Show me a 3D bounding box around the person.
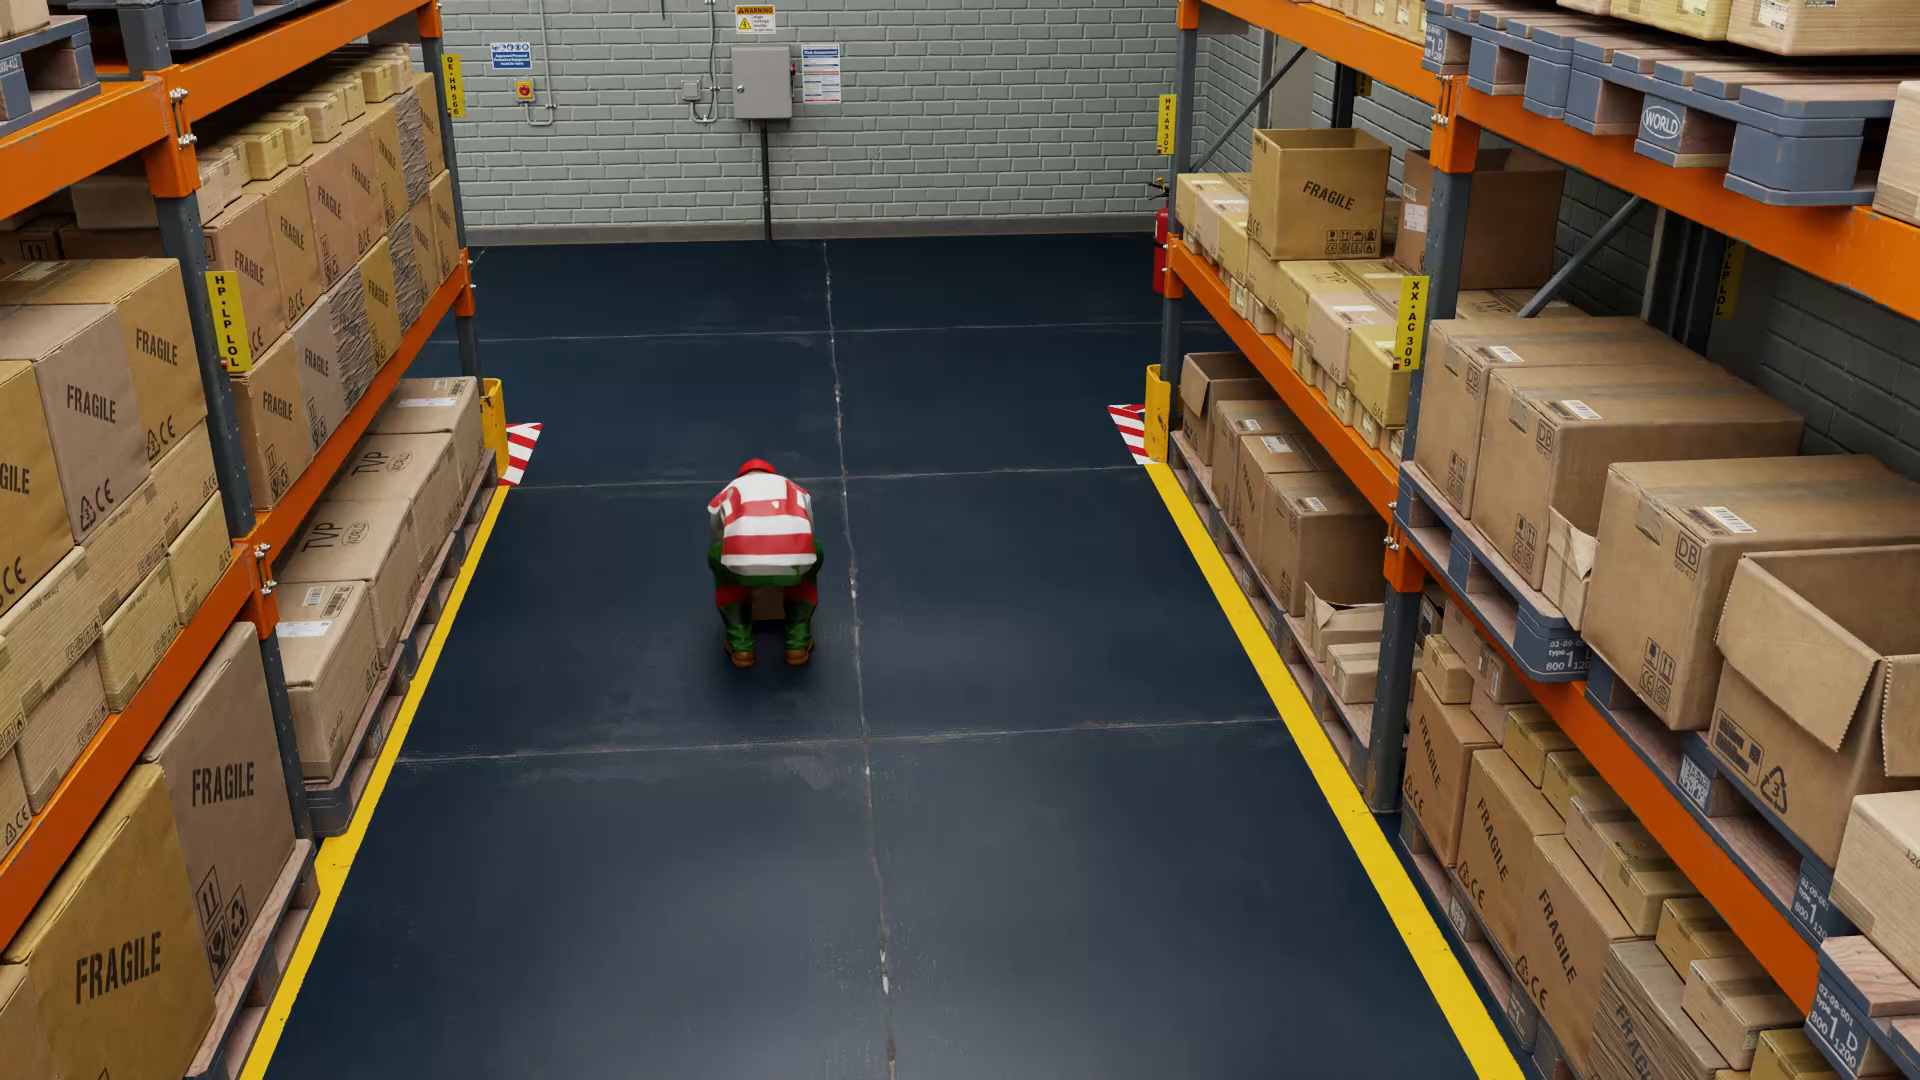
[{"bbox_3d":[-0.896,-0.087,7.589,0.500,1.130,0.961,-3,24,-7],"label":"person"}]
